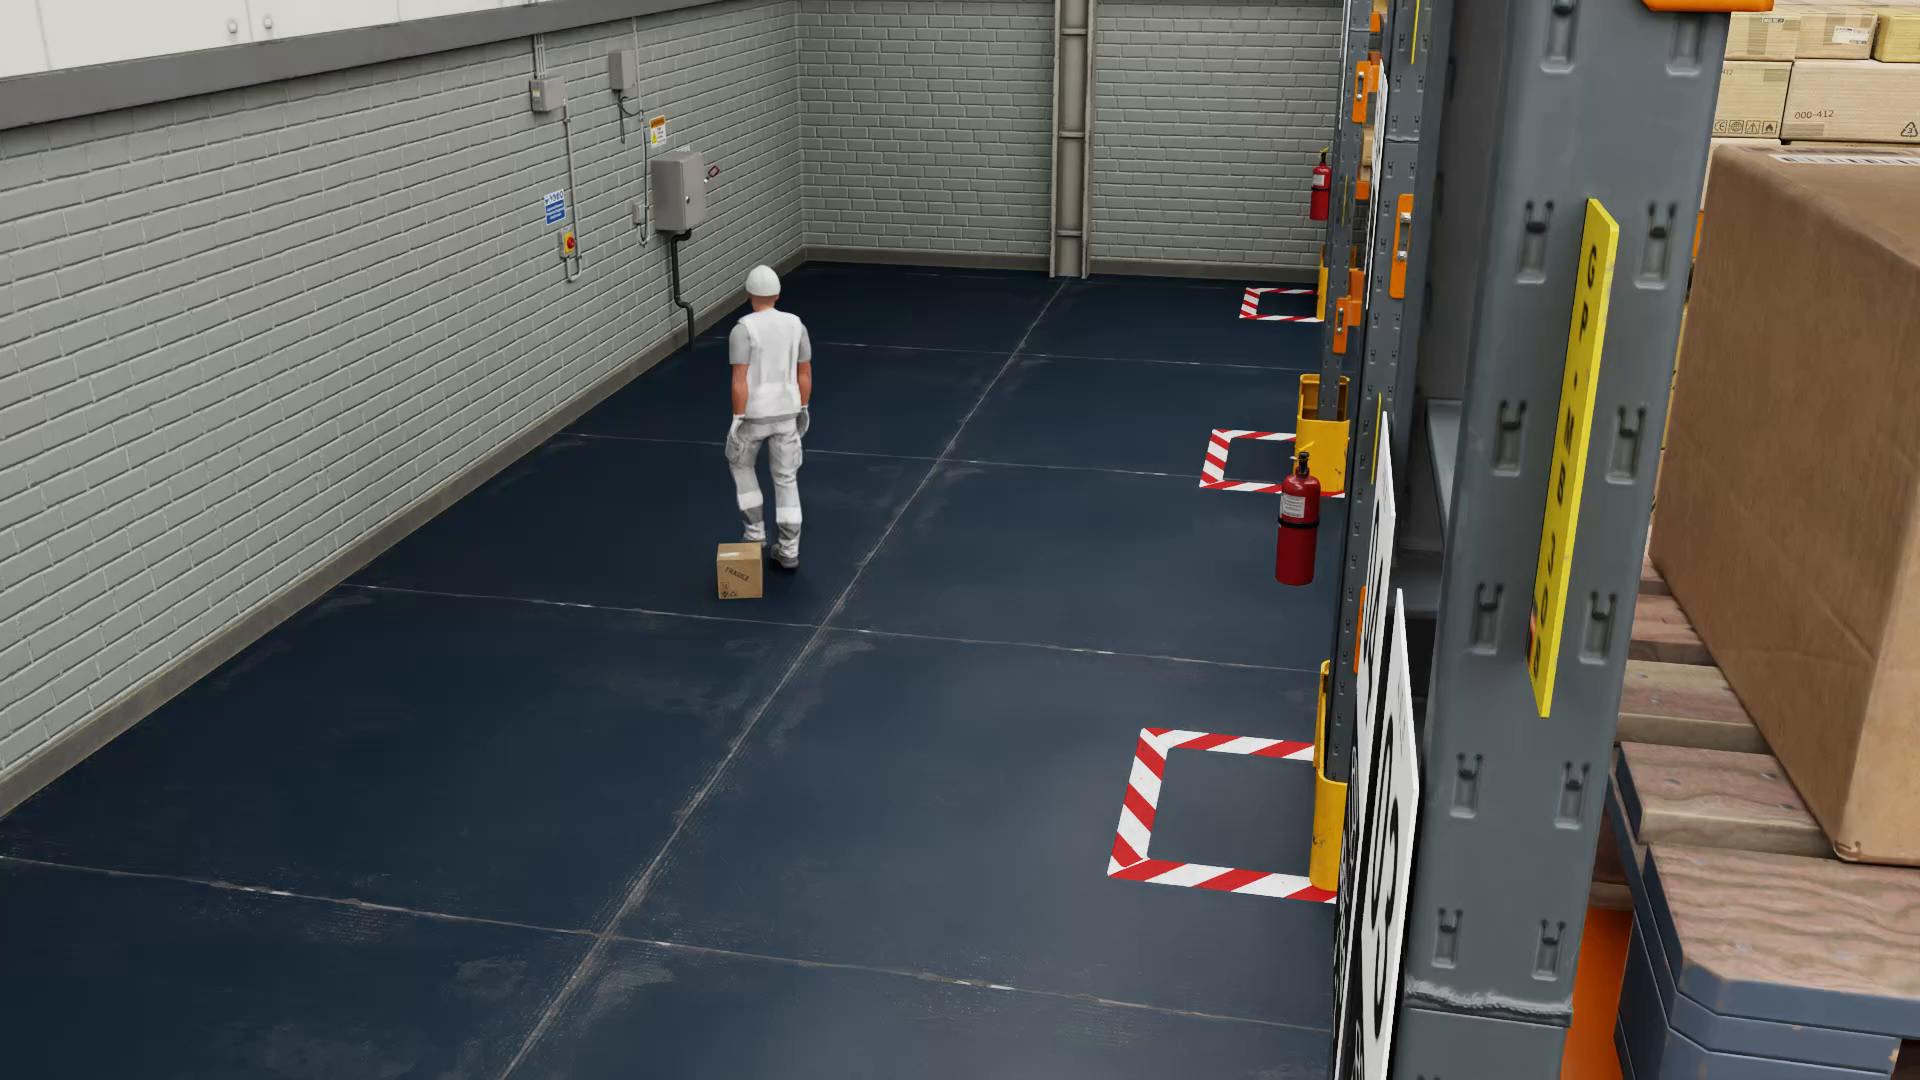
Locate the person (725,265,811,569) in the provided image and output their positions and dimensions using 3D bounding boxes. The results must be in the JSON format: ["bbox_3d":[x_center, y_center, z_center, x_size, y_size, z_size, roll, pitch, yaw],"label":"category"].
[{"bbox_3d":[-1.125,-0.716,9.877,0.578,1.795,0.551,-10,24,-25],"label":"person"}]
